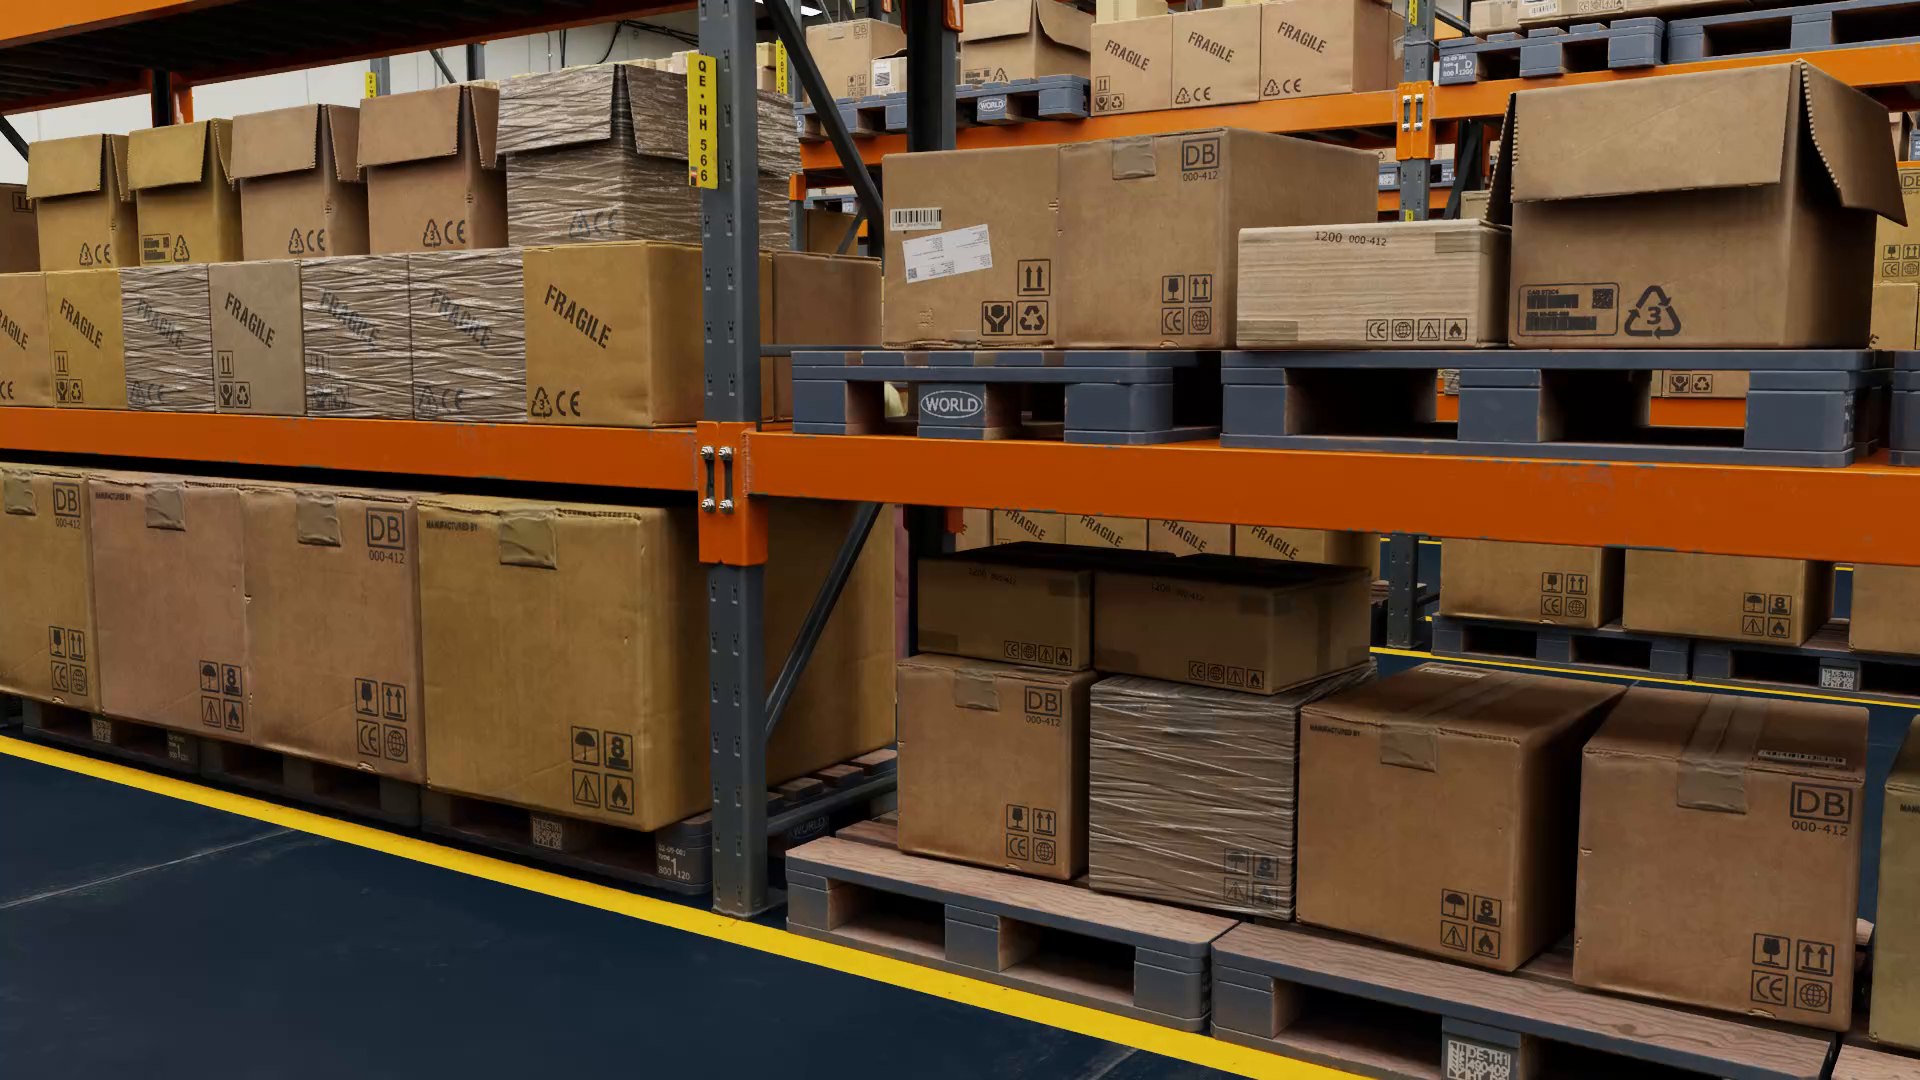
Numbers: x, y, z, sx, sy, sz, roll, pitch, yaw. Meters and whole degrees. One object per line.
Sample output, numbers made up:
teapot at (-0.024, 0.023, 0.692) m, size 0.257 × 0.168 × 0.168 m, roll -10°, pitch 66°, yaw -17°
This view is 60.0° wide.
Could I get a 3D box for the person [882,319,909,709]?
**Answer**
person at (-0.388, -0.130, 7.137) m, size 0.500 × 1.672 × 0.415 m, roll 4°, pitch 7°, yaw 31°
